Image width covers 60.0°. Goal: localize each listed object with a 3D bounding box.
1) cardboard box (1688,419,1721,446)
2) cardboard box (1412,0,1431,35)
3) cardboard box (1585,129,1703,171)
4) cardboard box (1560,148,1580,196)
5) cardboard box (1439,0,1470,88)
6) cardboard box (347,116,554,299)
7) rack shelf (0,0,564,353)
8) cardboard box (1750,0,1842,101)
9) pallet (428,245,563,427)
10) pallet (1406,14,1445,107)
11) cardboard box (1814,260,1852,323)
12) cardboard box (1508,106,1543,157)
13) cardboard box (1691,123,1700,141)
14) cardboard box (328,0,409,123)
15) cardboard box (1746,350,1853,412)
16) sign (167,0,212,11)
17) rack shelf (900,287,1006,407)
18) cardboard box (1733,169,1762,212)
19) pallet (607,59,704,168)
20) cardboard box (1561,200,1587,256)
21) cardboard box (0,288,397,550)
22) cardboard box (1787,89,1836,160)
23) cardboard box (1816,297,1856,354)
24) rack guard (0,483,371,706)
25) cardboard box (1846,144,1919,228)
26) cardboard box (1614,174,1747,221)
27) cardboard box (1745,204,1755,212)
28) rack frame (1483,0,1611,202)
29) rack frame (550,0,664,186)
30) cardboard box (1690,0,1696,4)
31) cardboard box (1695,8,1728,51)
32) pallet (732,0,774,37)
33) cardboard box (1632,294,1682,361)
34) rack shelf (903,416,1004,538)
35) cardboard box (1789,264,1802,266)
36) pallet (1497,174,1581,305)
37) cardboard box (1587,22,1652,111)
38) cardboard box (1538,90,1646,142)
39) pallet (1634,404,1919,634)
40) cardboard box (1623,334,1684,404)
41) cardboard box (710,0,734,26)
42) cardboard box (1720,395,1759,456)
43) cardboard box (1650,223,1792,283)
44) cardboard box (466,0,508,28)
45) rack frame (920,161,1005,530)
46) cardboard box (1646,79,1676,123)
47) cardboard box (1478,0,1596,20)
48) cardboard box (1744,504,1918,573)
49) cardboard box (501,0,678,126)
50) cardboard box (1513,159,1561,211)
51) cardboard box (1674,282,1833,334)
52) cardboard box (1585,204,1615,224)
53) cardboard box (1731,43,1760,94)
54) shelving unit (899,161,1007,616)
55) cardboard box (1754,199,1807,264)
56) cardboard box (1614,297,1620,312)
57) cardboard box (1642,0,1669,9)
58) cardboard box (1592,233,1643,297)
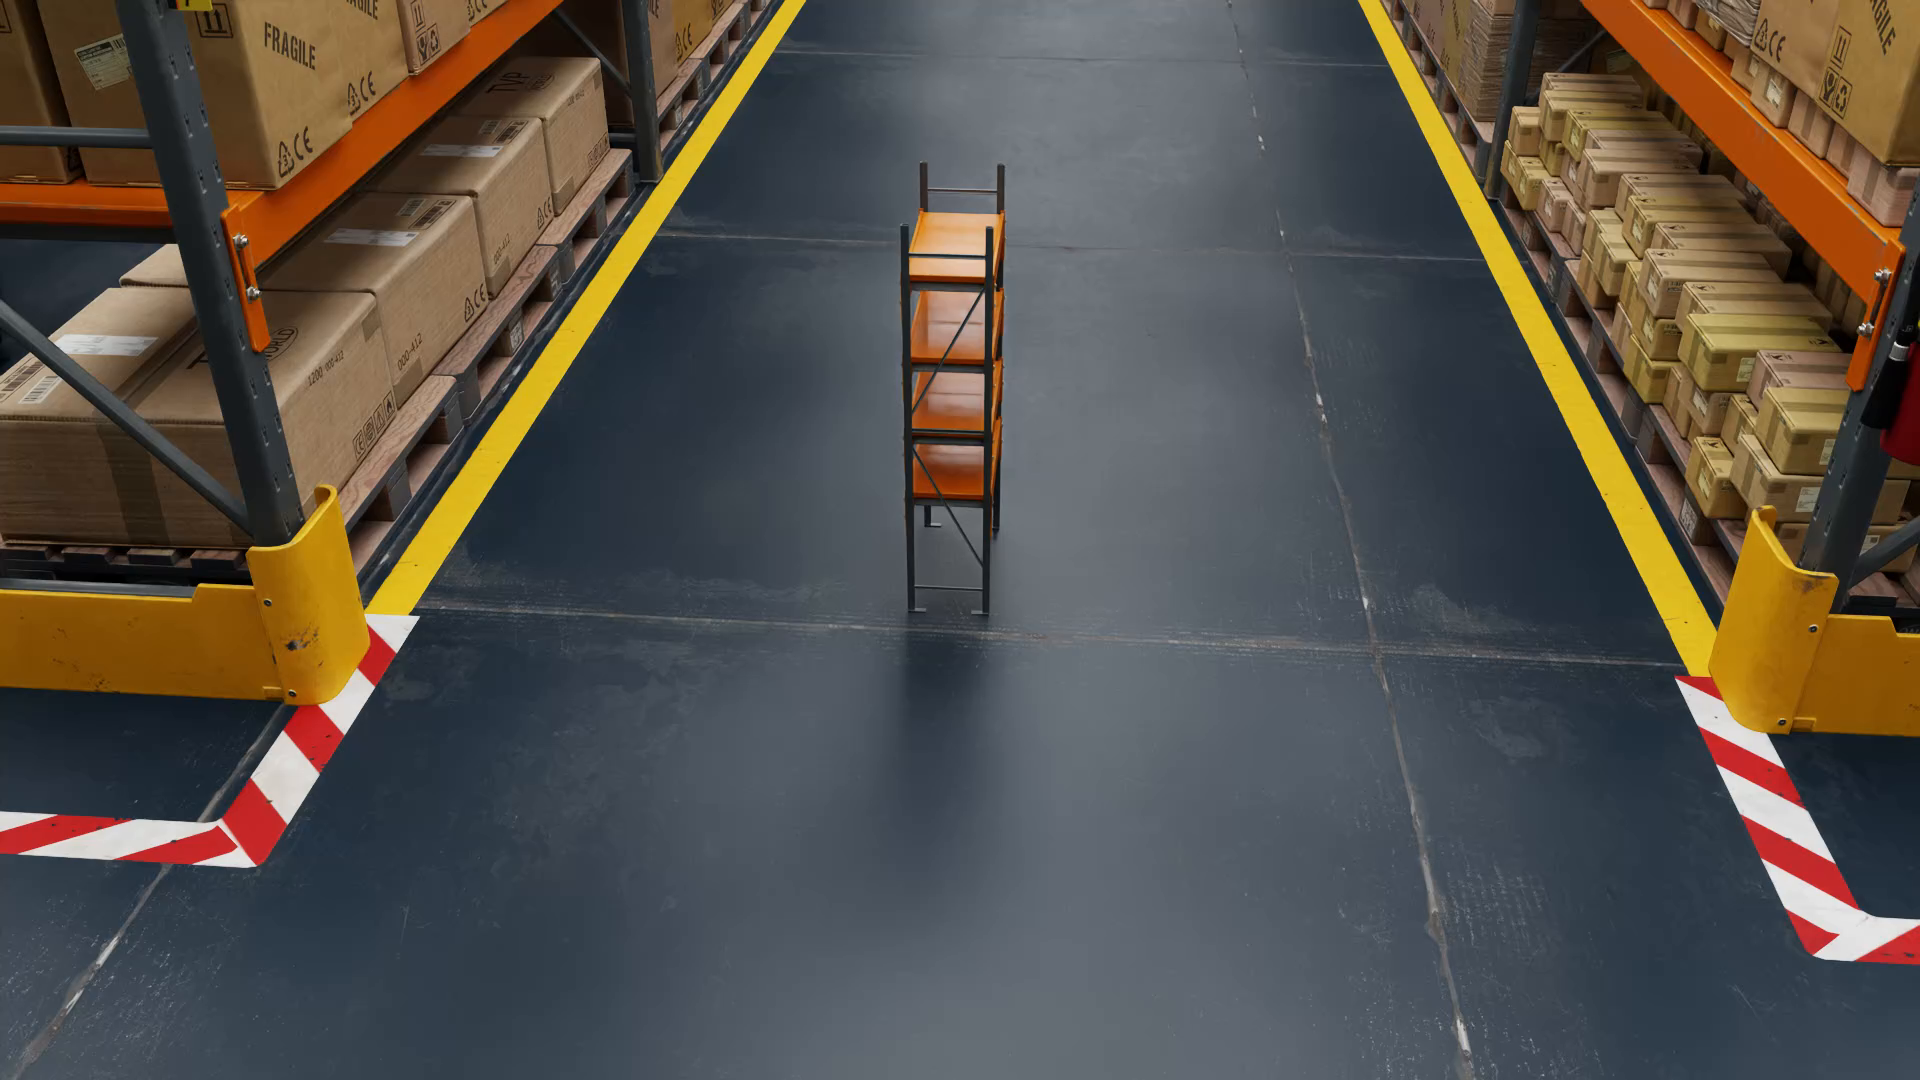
[{"bbox_3d":[2.528,-0.314,5.218,0.380,0.149,0.250,2,32,4],"label":"cardboard box"},{"bbox_3d":[2.930,-3.199,9.564,0.500,0.500,0.500,2,32,3],"label":"cardboard box"},{"bbox_3d":[2.705,-1.517,6.603,0.380,0.149,0.250,2,32,3],"label":"cardboard box"},{"bbox_3d":[2.728,-1.534,6.914,0.380,0.149,0.250,2,32,4],"label":"cardboard box"},{"bbox_3d":[2.842,-2.664,8.696,0.500,0.500,0.500,2,32,3],"label":"cardboard box"},{"bbox_3d":[-2.181,-1.338,6.604,0.875,0.438,0.875,2,32,3],"label":"cardboard box"},{"bbox_3d":[-2.114,-1.690,5.819,1.077,0.370,4.000,2,32,4],"label":"rack shelf"},{"bbox_3d":[2.493,-1.476,4.407,0.500,0.500,0.500,2,32,3],"label":"cardboard box"},{"bbox_3d":[-2.187,-0.821,6.381,1.003,0.211,1.213,2,32,4],"label":"pallet"},{"bbox_3d":[3.150,-2.743,9.500,1.003,0.211,1.213,2,32,4],"label":"pallet"},{"bbox_3d":[3.067,-0.823,5.476,0.380,0.149,0.250,4,32,6],"label":"cardboard box"},{"bbox_3d":[2.643,-1.799,7.344,0.380,0.149,0.250,4,32,6],"label":"cardboard box"},{"bbox_3d":[3.227,-1.639,6.800,0.380,0.149,0.250,2,32,4],"label":"cardboard box"},{"bbox_3d":[-1.938,-1.497,4.725,0.500,0.500,0.500,2,32,3],"label":"cardboard box"},{"bbox_3d":[2.534,-0.427,4.833,0.380,0.149,0.250,3,32,5],"label":"cardboard box"},{"bbox_3d":[-1.724,-1.326,3.642,0.100,0.325,0.005,2,32,4],"label":"sign"},{"bbox_3d":[-0.013,-0.557,4.713,0.258,0.148,0.480,2,32,4],"label":"rack shelf"},{"bbox_3d":[3.198,-1.361,6.349,0.380,0.149,0.250,1,32,2],"label":"cardboard box"},{"bbox_3d":[-1.963,-2.262,8.719,1.003,0.211,1.213,2,32,4],"label":"pallet"},{"bbox_3d":[2.680,-1.266,6.762,0.380,0.149,0.250,2,32,3],"label":"cardboard box"},{"bbox_3d":[-2.322,-0.388,5.062,0.875,0.438,0.875,1,32,2],"label":"cardboard box"},{"bbox_3d":[2.473,-1.128,4.460,0.380,0.149,0.250,2,32,4],"label":"cardboard box"},{"bbox_3d":[3.030,-0.691,5.546,0.380,0.149,0.250,1,32,2],"label":"cardboard box"},{"bbox_3d":[-2.278,0.126,4.568,1.175,0.500,0.348,2,32,4],"label":"rack guard"},{"bbox_3d":[2.410,-0.867,4.038,0.380,0.149,0.250,2,32,4],"label":"cardboard box"},{"bbox_3d":[2.663,-1.242,6.156,0.380,0.149,0.250,1,32,2],"label":"cardboard box"},{"bbox_3d":[3.149,-1.253,6.457,0.380,0.149,0.250,3,32,5],"label":"cardboard box"},{"bbox_3d":[2.991,-2.883,7.070,1.000,3.000,0.127,2,32,4],"label":"rack frame"},{"bbox_3d":[-1.951,-3.042,7.327,1.000,3.000,0.127,2,32,4],"label":"rack frame"},{"bbox_3d":[2.575,-2.002,5.260,0.500,0.500,0.500,4,32,6],"label":"cardboard box"},{"bbox_3d":[2.608,-1.677,5.351,0.380,0.149,0.250,3,32,5],"label":"cardboard box"},{"bbox_3d":[-1.764,-3.537,10.789,1.003,0.211,1.213,2,32,4],"label":"pallet"},{"bbox_3d":[2.494,-0.715,5.584,0.380,0.149,0.250,3,32,5],"label":"cardboard box"},{"bbox_3d":[-0.013,-0.198,4.934,0.258,0.148,0.480,2,32,4],"label":"rack shelf"},{"bbox_3d":[3.043,-0.976,6.008,0.380,0.149,0.250,4,32,6],"label":"cardboard box"},{"bbox_3d":[2.972,-1.344,7.229,1.003,0.211,1.213,2,32,4],"label":"pallet"},{"bbox_3d":[3.316,-2.373,8.224,0.500,0.500,0.500,4,32,6],"label":"cardboard box"},{"bbox_3d":[2.675,-1.789,7.044,0.380,0.149,0.250,4,32,6],"label":"cardboard box"},{"bbox_3d":[2.773,-0.068,5.159,1.003,0.211,1.213,2,32,4],"label":"pallet"},{"bbox_3d":[2.493,-0.580,5.649,0.380,0.149,0.250,1,32,2],"label":"cardboard box"},{"bbox_3d":[-1.841,-3.584,9.831,0.875,0.875,0.875,3,32,5],"label":"cardboard box"},{"bbox_3d":[2.499,-0.306,4.921,0.380,0.149,0.250,2,32,3],"label":"cardboard box"},{"bbox_3d":[2.611,-0.976,5.725,0.380,0.149,0.250,1,32,2],"label":"cardboard box"},{"bbox_3d":[-1.854,-2.025,5.582,0.500,0.500,0.500,3,32,6],"label":"cardboard box"},{"bbox_3d":[0.006,-0.552,5.002,0.240,1.200,0.015,2,32,4],"label":"rack frame"},{"bbox_3d":[3.222,-1.905,7.231,0.380,0.149,0.250,3,32,5],"label":"cardboard box"},{"bbox_3d":[2.800,-2.718,8.068,0.500,0.250,0.500,2,32,3],"label":"cardboard box"},{"bbox_3d":[2.500,-0.041,4.775,0.380,0.149,0.250,3,32,5],"label":"cardboard box"},{"bbox_3d":[-1.980,-2.644,8.306,0.875,0.875,0.875,3,32,6],"label":"cardboard box"},{"bbox_3d":[2.619,-1.533,7.195,0.380,0.149,0.250,3,32,5],"label":"cardboard box"},{"bbox_3d":[2.512,-0.700,5.277,0.380,0.149,0.250,1,32,2],"label":"cardboard box"},{"bbox_3d":[2.657,-1.250,6.453,0.380,0.149,0.250,4,32,6],"label":"cardboard box"},{"bbox_3d":[2.522,-1.399,4.900,0.380,0.149,0.250,1,32,2],"label":"cardboard box"},{"bbox_3d":[-0.013,-0.424,4.795,0.258,1.200,0.503,2,32,4],"label":"shelving unit"},{"bbox_3d":[3.059,-1.094,5.916,0.380,0.149,0.250,3,32,4],"label":"cardboard box"},{"bbox_3d":[2.631,-0.851,6.089,0.380,0.149,0.250,3,32,5],"label":"cardboard box"},{"bbox_3d":[2.583,-1.952,5.797,0.380,0.149,0.250,4,32,6],"label":"cardboard box"},{"bbox_3d":[2.528,-0.993,6.036,0.380,0.149,0.250,3,32,4],"label":"cardboard box"}]
